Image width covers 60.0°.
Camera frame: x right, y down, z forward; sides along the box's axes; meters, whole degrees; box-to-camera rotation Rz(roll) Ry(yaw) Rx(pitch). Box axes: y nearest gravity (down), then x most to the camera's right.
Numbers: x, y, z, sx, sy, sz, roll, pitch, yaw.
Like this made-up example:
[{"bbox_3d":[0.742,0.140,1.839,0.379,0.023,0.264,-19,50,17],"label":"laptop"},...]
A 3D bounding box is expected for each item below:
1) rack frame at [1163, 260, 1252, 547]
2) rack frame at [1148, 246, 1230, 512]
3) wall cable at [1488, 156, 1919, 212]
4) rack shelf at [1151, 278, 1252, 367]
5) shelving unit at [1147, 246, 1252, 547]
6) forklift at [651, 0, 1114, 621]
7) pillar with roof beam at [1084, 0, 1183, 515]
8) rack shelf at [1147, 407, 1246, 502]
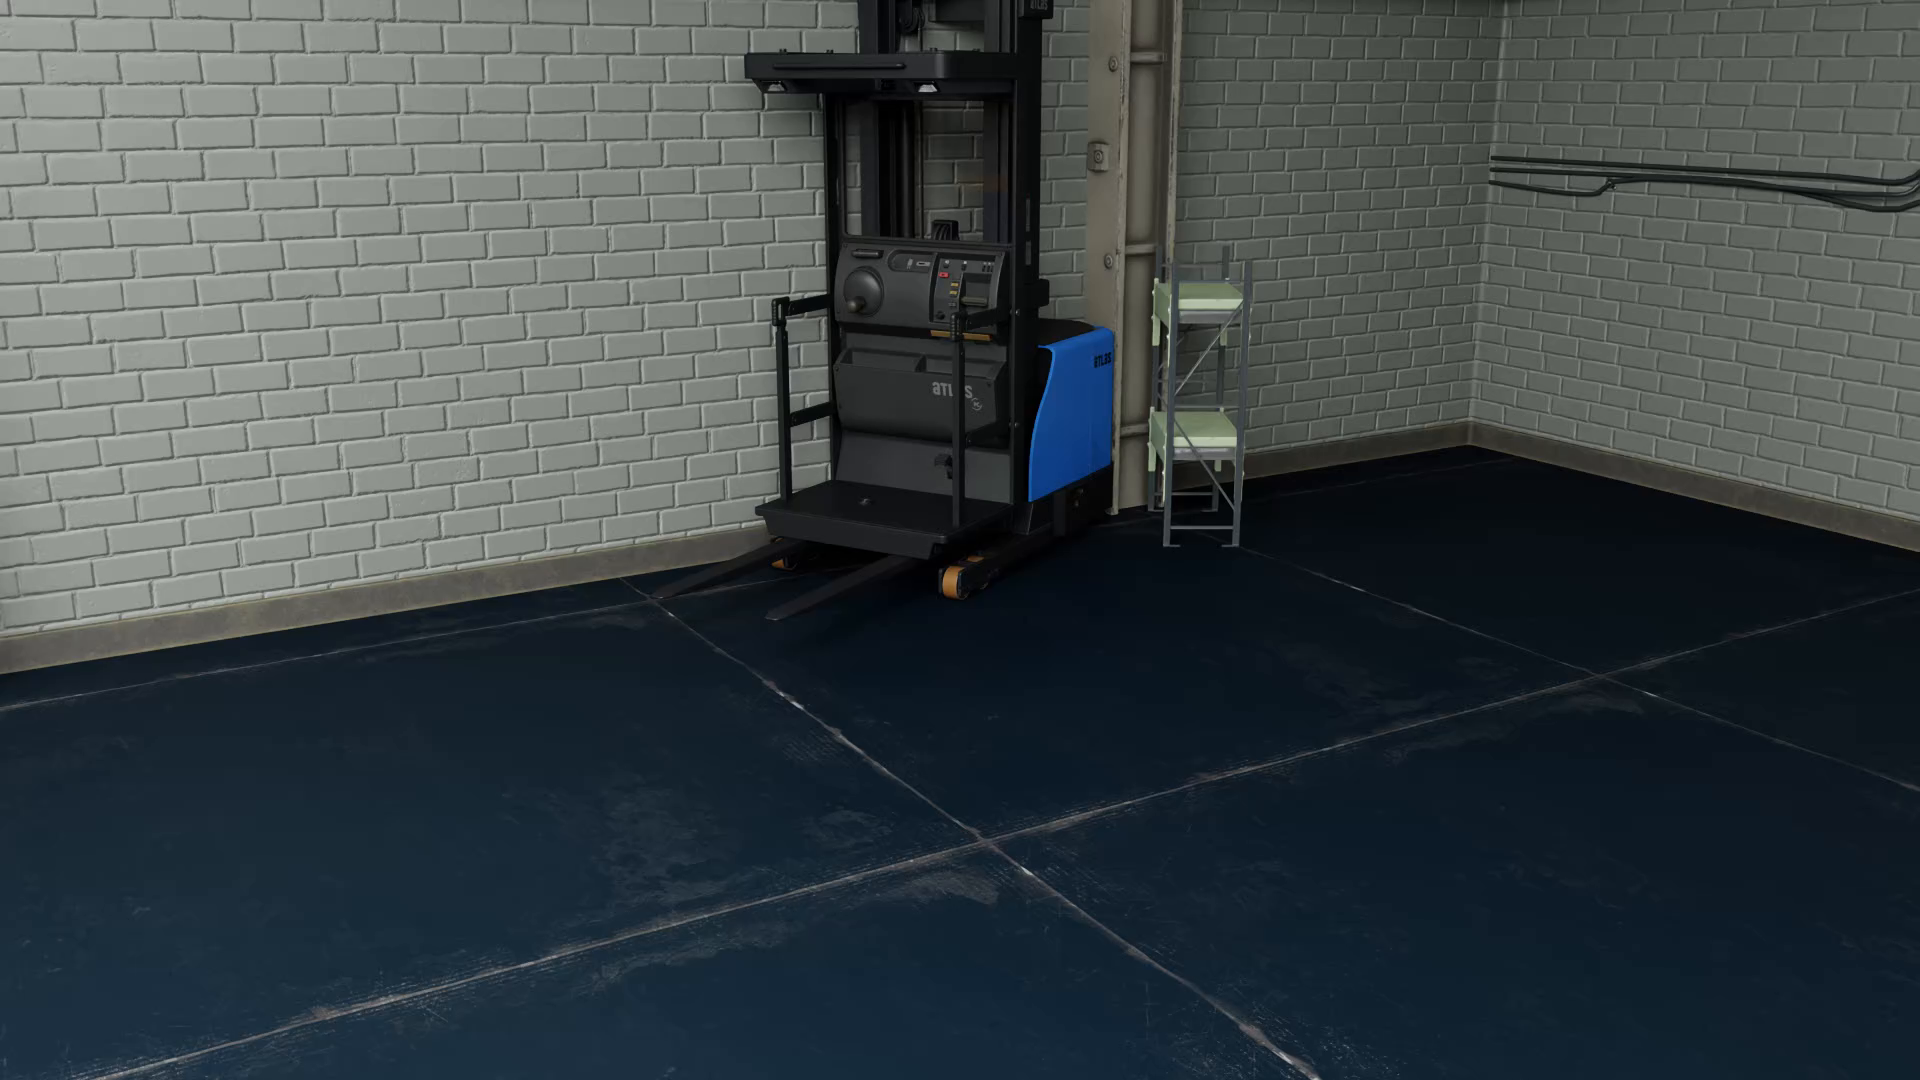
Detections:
[{"bbox_3d":[1.273,-0.688,8.586,0.400,1.500,0.023,0,16,0],"label":"rack frame"},{"bbox_3d":[1.272,-0.886,9.291,0.400,1.500,0.023,0,16,0],"label":"rack frame"},{"bbox_3d":[4.150,-3.145,9.211,0.112,2.526,3.097,-9,18,-30],"label":"wall cable"},{"bbox_3d":[1.272,-1.163,8.833,0.431,0.370,0.720,0,16,0],"label":"rack shelf"},{"bbox_3d":[1.272,-0.787,8.939,0.431,1.500,0.755,0,16,0],"label":"shelving unit"},{"bbox_3d":[-0.307,-1.265,7.992,1.130,2.935,3.031,9,18,28],"label":"forklift"},{"bbox_3d":[3.161,-3.541,4.869,0.400,9.000,9.100,-9,18,-30],"label":"pillar with roof beam"},{"bbox_3d":[1.272,-0.473,9.027,0.431,0.370,0.720,0,16,0],"label":"rack shelf"}]
